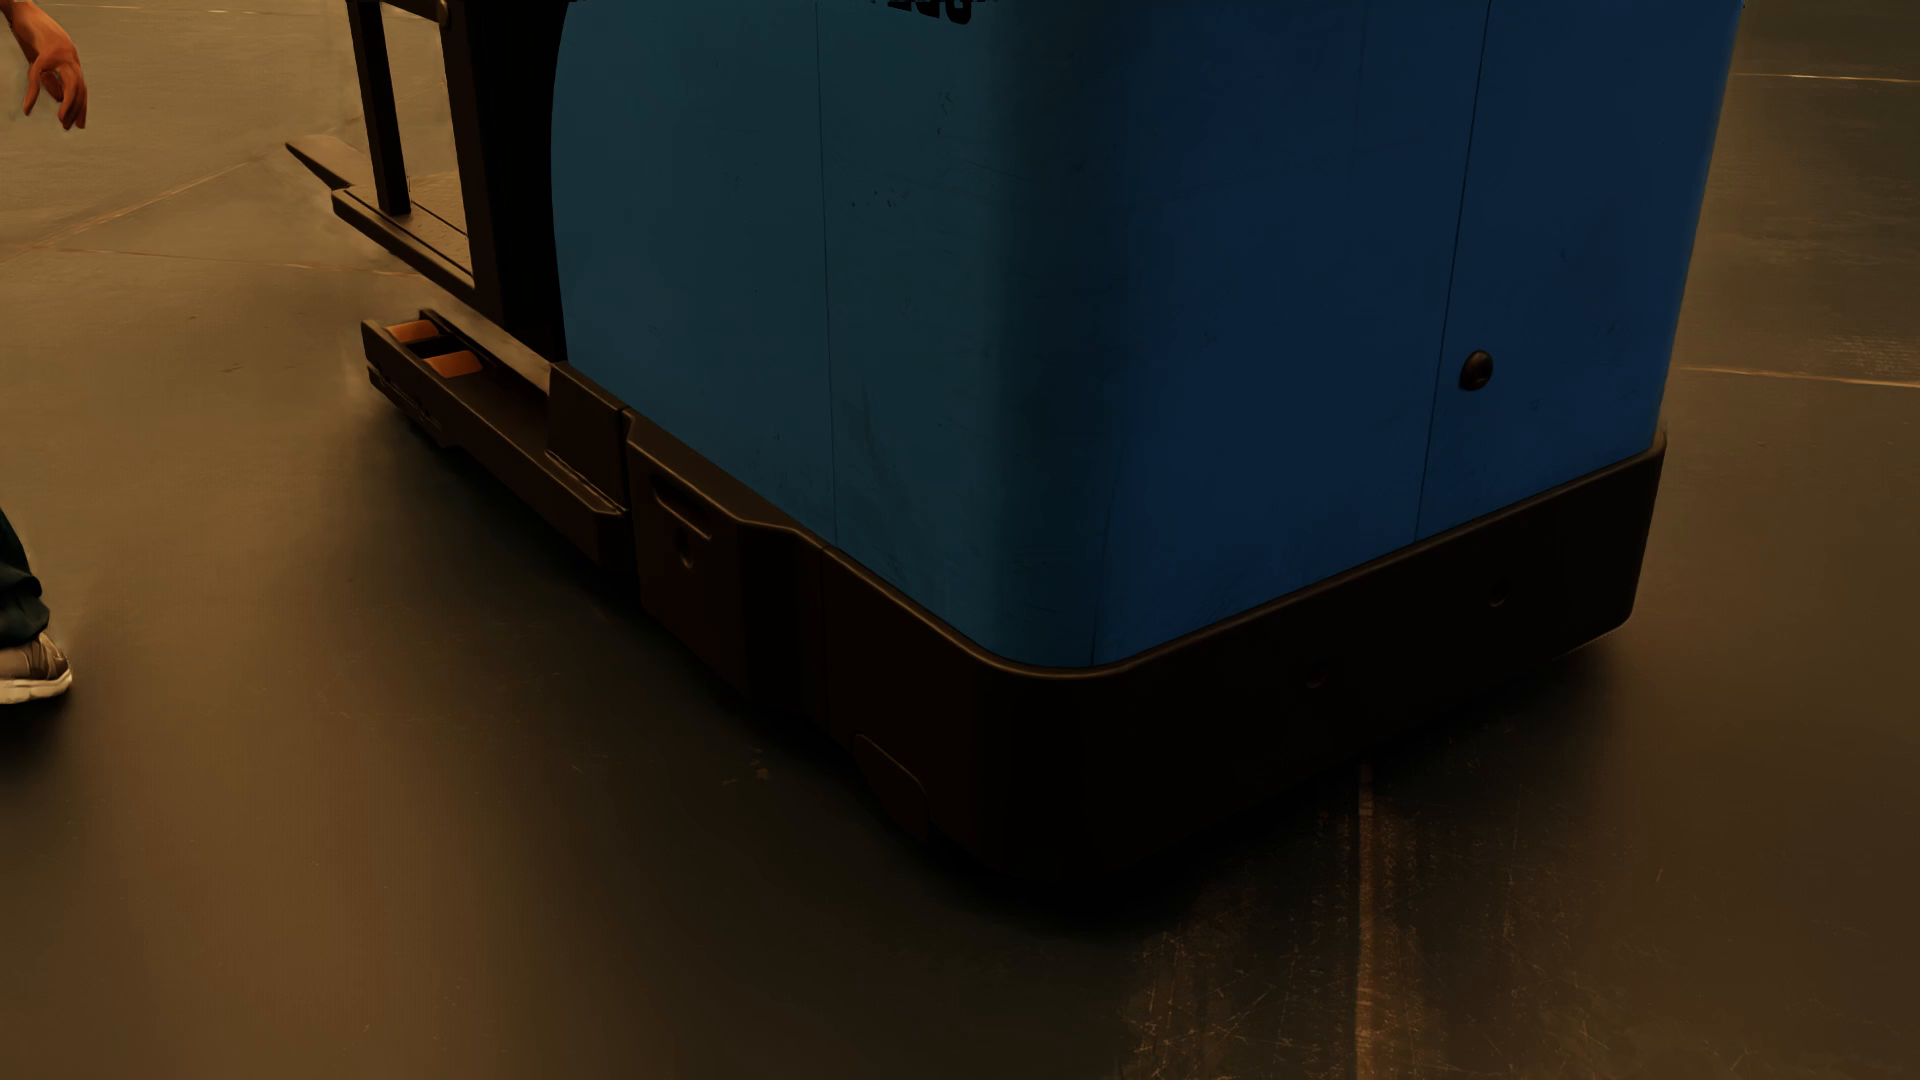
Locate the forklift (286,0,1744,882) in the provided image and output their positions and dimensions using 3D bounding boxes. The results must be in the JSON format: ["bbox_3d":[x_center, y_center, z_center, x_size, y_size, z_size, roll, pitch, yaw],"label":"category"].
[{"bbox_3d":[-0.392,-1.573,2.364,1.130,2.935,3.031,-18,32,-32],"label":"forklift"}]

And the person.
[{"bbox_3d":[-1.336,-0.470,1.749,0.744,1.530,0.441,-13,30,-24],"label":"person"}]
